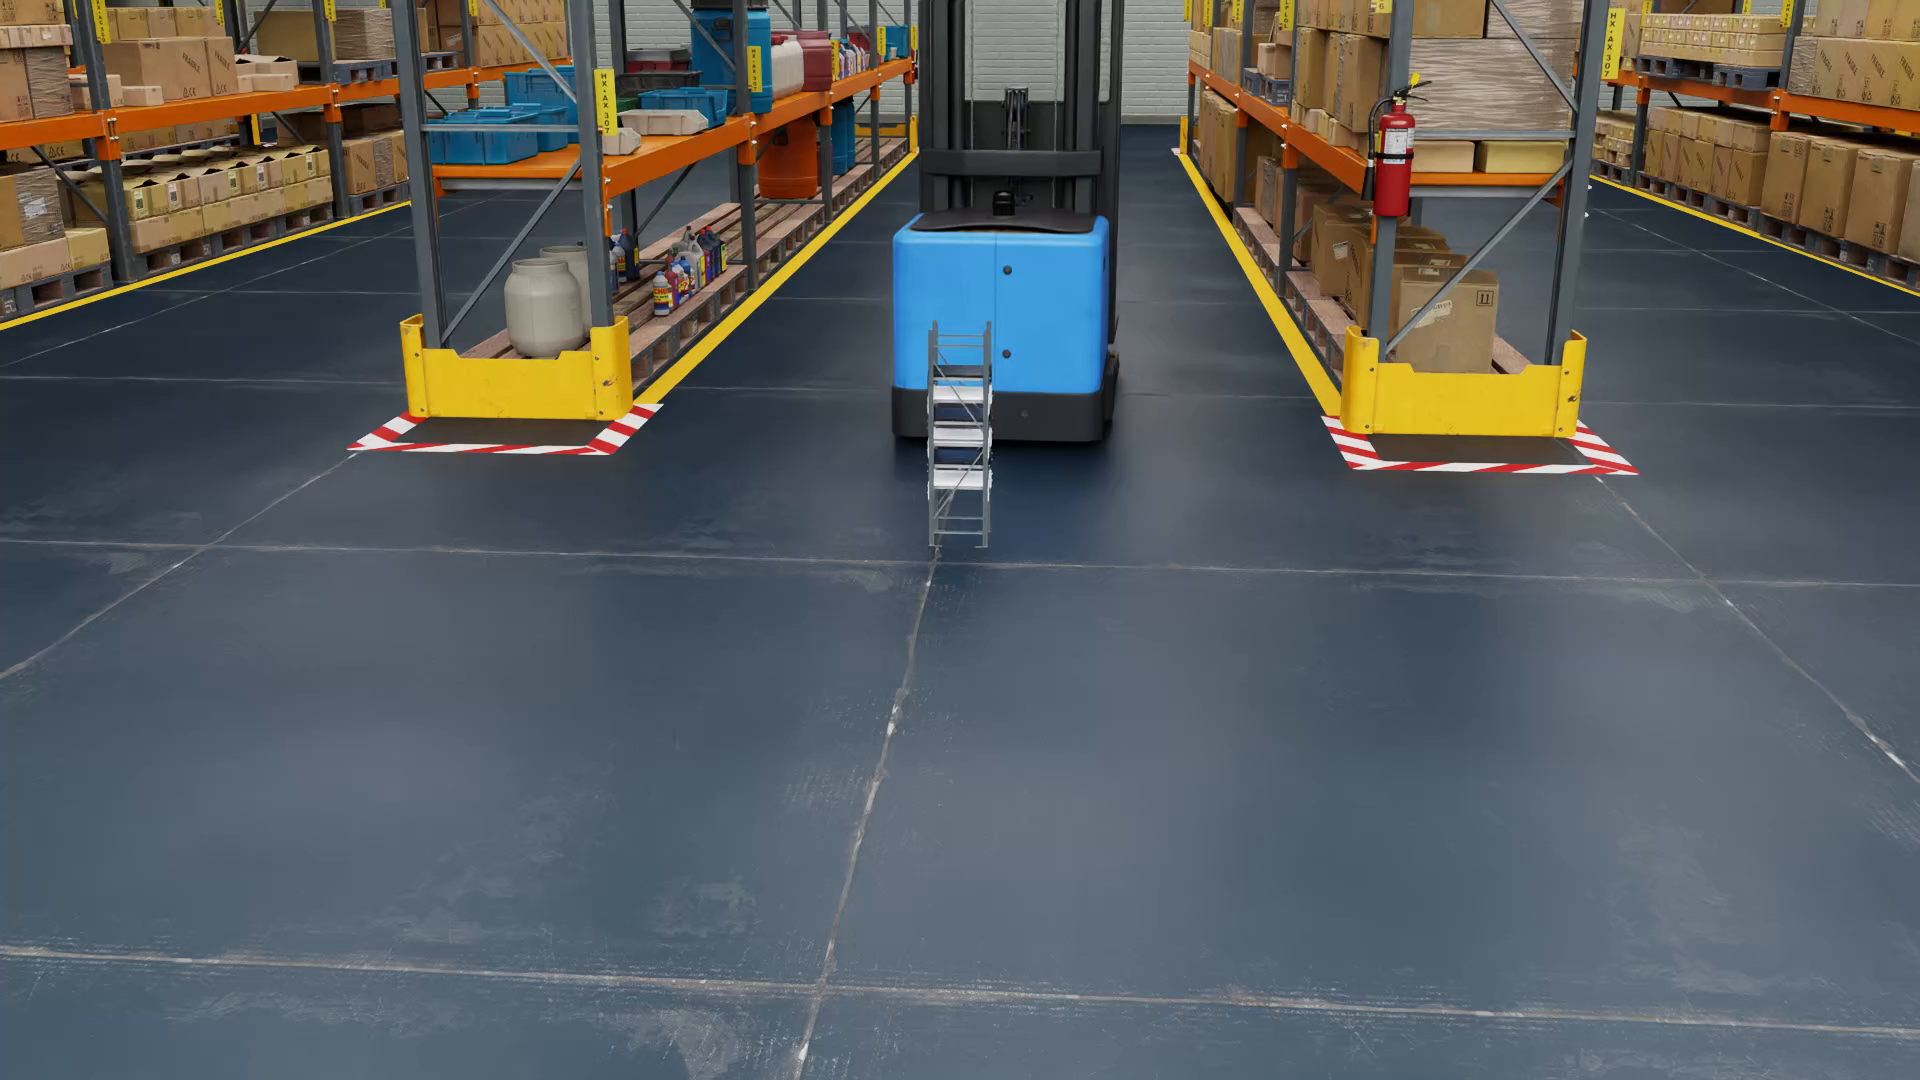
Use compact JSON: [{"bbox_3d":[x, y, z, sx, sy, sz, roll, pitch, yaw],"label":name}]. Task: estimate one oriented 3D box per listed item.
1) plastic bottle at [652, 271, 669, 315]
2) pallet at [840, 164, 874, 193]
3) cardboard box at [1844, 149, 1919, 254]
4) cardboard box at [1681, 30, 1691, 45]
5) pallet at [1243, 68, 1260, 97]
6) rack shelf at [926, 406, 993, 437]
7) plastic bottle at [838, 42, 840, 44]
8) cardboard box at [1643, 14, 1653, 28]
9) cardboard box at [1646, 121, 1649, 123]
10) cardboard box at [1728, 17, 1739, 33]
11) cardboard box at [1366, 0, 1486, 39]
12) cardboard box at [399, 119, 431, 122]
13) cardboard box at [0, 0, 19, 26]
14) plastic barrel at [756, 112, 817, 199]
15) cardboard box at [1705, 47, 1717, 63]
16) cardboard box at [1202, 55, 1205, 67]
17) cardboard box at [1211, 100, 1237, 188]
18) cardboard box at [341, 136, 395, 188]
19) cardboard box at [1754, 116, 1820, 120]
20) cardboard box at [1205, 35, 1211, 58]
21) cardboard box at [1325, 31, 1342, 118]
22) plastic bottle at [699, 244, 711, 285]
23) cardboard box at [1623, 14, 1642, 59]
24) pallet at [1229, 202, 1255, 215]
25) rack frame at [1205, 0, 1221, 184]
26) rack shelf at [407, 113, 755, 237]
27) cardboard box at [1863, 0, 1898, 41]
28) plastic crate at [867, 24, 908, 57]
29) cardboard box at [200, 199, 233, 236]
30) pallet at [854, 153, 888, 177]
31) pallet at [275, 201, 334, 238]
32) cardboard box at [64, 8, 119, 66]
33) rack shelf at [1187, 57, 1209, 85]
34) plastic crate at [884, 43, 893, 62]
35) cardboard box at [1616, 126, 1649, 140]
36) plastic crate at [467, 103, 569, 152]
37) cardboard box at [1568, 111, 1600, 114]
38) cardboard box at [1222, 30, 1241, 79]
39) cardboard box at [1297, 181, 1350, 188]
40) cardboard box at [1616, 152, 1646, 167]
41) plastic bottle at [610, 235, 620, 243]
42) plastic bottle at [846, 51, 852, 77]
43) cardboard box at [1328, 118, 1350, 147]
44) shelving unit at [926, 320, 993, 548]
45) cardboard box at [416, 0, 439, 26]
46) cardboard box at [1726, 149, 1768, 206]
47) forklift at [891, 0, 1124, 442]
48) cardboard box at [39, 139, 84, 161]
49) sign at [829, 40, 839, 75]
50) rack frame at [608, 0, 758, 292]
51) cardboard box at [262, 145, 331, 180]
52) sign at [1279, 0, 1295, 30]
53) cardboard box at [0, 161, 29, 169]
[{"bbox_3d":[-1.904,-1.573,10.580,0.097,0.271,0.097,0,18,0],"label":"plastic bottle"},{"bbox_3d":[-1.582,-4.267,19.606,1.003,0.211,1.213,1,18,4],"label":"pallet"},{"bbox_3d":[7.850,-2.718,13.340,1.050,0.750,0.750,1,18,4],"label":"cardboard box"},{"bbox_3d":[7.819,-5.280,17.471,0.380,0.149,0.250,1,18,3],"label":"cardboard box"},{"bbox_3d":[3.224,-4.163,15.119,1.213,0.211,1.003,1,18,4],"label":"pallet"},{"bbox_3d":[0.001,-0.484,6.773,0.258,0.077,0.200,1,18,4],"label":"rack shelf"},{"bbox_3d":[-1.381,-5.460,18.849,0.144,0.351,0.185,1,18,4],"label":"plastic bottle"},{"bbox_3d":[7.908,-5.829,18.668,0.380,0.149,0.250,2,18,7],"label":"cardboard box"},{"bbox_3d":[8.770,-5.131,20.712,0.380,0.149,0.250,2,18,5],"label":"cardboard box"},{"bbox_3d":[7.725,-5.020,16.201,0.380,0.149,0.250,2,18,6],"label":"cardboard box"},{"bbox_3d":[2.388,-2.834,8.509,0.500,0.500,0.500,1,18,4],"label":"cardboard box"},{"bbox_3d":[-6.703,-4.819,20.120,0.500,0.500,0.500,0,18,1],"label":"cardboard box"},{"bbox_3d":[-7.059,-3.827,11.541,0.700,0.500,0.500,1,18,4],"label":"cardboard box"},{"bbox_3d":[-1.753,-3.909,16.846,0.600,0.830,0.708,1,18,4],"label":"plastic barrel"},{"bbox_3d":[7.762,-4.897,16.781,0.380,0.149,0.250,0,18,1],"label":"cardboard box"},{"bbox_3d":[3.206,-5.942,20.644,0.380,0.149,0.250,2,18,5],"label":"cardboard box"},{"bbox_3d":[3.310,-4.158,17.534,1.225,0.875,0.875,1,18,4],"label":"cardboard box"},{"bbox_3d":[-6.362,-4.019,17.679,0.500,0.500,0.500,1,18,2],"label":"cardboard box"},{"bbox_3d":[8.484,-4.224,17.131,0.500,0.250,0.500,1,18,4],"label":"cardboard box"},{"bbox_3d":[3.225,-5.933,19.976,0.500,0.250,0.500,1,18,3],"label":"cardboard box"},{"bbox_3d":[2.705,-2.820,10.073,0.875,0.500,0.500,1,18,4],"label":"cardboard box"},{"bbox_3d":[-1.801,-1.947,11.703,0.061,0.283,0.133,3,18,8],"label":"plastic bottle"},{"bbox_3d":[8.148,-5.923,19.545,0.500,0.500,0.500,1,18,4],"label":"cardboard box"},{"bbox_3d":[3.300,-3.396,16.948,1.003,0.211,1.213,1,18,4],"label":"pallet"},{"bbox_3d":[3.455,-5.720,19.563,1.000,3.000,0.127,1,18,4],"label":"rack frame"},{"bbox_3d":[-2.202,-2.383,10.534,1.077,0.370,4.000,1,18,4],"label":"rack shelf"},{"bbox_3d":[7.997,-4.403,13.776,0.700,0.500,0.500,1,18,3],"label":"cardboard box"},{"bbox_3d":[-1.036,-7.010,23.347,0.616,0.435,0.499,1,18,4],"label":"plastic crate"},{"bbox_3d":[-6.650,-2.790,14.362,0.500,0.250,0.500,1,18,2],"label":"cardboard box"},{"bbox_3d":[-1.471,-4.735,21.034,1.003,0.211,1.213,1,18,4],"label":"pallet"},{"bbox_3d":[-6.810,-3.120,16.107,1.003,0.211,1.213,1,18,4],"label":"pallet"},{"bbox_3d":[-11.311,-6.363,21.042,0.980,0.700,0.700,2,18,5],"label":"cardboard box"},{"bbox_3d":[3.599,-6.000,21.571,1.077,0.370,4.000,1,18,4],"label":"rack shelf"},{"bbox_3d":[-1.090,-6.378,21.744,0.416,0.233,0.300,1,18,4],"label":"plastic crate"},{"bbox_3d":[8.140,-4.902,20.015,0.380,0.149,0.250,2,18,5],"label":"cardboard box"},{"bbox_3d":[-2.555,-2.397,9.659,0.499,0.251,0.408,1,18,4],"label":"plastic crate"},{"bbox_3d":[8.406,-5.704,22.464,0.380,0.149,0.250,2,18,5],"label":"cardboard box"},{"bbox_3d":[3.070,-5.158,17.687,0.500,0.500,0.500,2,18,5],"label":"cardboard box"},{"bbox_3d":[3.000,-2.595,13.332,0.700,0.500,0.500,1,18,4],"label":"cardboard box"},{"bbox_3d":[8.084,-4.552,19.903,0.380,0.149,0.250,2,18,5],"label":"cardboard box"},{"bbox_3d":[-2.514,-2.071,12.093,0.152,0.276,0.135,2,18,6],"label":"plastic bottle"},{"bbox_3d":[-1.279,-5.258,18.352,0.152,0.276,0.135,1,18,4],"label":"plastic bottle"},{"bbox_3d":[2.412,-2.435,9.941,0.380,0.149,0.250,1,18,4],"label":"cardboard box"},{"bbox_3d":[0.001,-0.430,6.791,0.258,0.900,0.210,1,18,4],"label":"shelving unit"},{"bbox_3d":[-6.647,-6.628,20.567,0.500,0.500,0.500,1,18,4],"label":"cardboard box"},{"bbox_3d":[7.895,-3.558,16.303,0.500,0.500,0.500,1,18,4],"label":"cardboard box"},{"bbox_3d":[0.351,-2.288,9.199,1.130,2.935,3.031,2,18,7],"label":"forklift"},{"bbox_3d":[-11.283,-5.025,20.220,0.750,0.750,0.750,1,18,5],"label":"cardboard box"},{"bbox_3d":[-1.222,-4.656,16.053,0.100,0.325,0.005,1,18,4],"label":"sign"},{"bbox_3d":[-2.058,-3.346,12.318,1.000,3.000,0.127,1,18,4],"label":"rack frame"},{"bbox_3d":[-6.504,-3.691,16.212,0.500,0.311,0.500,2,18,5],"label":"cardboard box"},{"bbox_3d":[2.328,-3.797,11.834,0.100,0.325,0.005,1,18,4],"label":"sign"},{"bbox_3d":[-7.344,-2.570,12.486,0.500,0.500,0.500,1,18,4],"label":"cardboard box"}]
